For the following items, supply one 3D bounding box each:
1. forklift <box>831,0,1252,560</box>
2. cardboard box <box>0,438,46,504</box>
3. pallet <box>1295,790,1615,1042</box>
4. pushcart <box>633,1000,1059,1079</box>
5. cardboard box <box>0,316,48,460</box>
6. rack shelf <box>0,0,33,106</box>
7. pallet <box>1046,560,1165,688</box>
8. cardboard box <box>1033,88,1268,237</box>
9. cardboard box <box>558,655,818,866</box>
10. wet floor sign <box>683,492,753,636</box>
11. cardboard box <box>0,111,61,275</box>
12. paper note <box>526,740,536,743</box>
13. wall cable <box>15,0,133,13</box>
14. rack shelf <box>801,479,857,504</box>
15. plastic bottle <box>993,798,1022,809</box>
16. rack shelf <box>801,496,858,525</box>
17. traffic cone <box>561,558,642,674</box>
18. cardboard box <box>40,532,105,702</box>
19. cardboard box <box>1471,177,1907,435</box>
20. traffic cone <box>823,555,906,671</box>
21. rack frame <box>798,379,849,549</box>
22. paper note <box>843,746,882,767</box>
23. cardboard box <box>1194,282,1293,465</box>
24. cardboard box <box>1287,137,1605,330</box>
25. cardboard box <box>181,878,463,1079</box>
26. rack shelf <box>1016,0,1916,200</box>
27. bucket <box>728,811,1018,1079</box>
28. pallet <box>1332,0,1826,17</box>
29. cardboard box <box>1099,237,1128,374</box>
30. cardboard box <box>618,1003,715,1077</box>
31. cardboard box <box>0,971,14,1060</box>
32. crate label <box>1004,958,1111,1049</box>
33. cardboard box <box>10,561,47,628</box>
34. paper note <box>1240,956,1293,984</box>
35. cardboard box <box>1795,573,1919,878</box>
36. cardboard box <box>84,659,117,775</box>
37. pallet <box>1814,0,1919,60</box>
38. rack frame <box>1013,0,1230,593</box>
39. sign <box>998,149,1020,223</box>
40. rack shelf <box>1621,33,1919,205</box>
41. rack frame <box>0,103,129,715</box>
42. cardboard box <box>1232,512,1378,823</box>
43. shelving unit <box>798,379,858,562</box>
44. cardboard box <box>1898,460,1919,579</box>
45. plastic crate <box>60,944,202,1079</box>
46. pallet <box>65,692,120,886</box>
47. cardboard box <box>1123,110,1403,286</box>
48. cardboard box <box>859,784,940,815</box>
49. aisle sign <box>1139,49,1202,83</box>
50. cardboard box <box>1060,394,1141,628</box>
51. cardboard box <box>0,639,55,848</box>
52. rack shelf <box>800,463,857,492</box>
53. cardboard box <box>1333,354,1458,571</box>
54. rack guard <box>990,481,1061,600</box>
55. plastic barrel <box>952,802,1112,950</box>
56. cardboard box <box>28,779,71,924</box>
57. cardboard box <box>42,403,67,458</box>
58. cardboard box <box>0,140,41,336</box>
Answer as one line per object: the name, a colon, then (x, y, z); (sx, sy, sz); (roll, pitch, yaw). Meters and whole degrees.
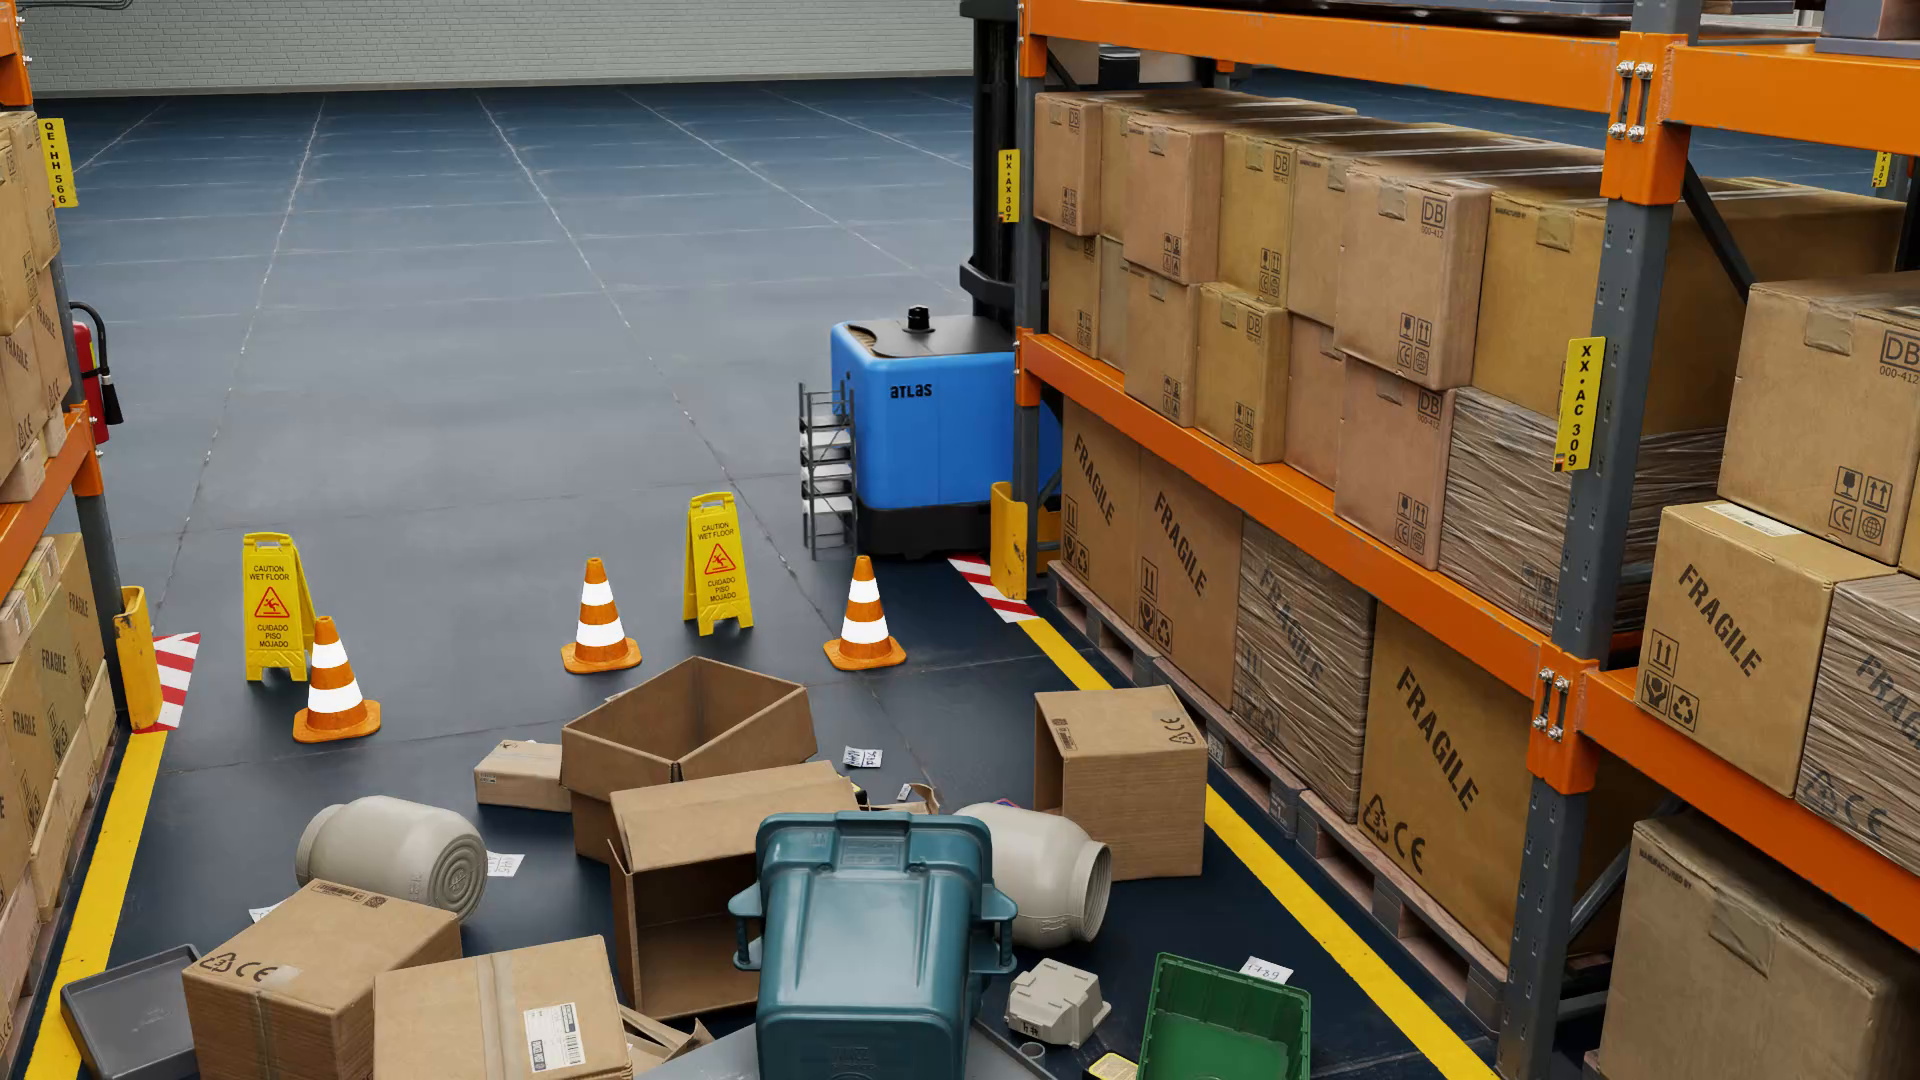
forklift: (0.860, -1.535, 8.855); (3.031, 2.935, 1.130); (-5, 20, -15)
cardboard box: (-3.241, -0.214, 5.447); (0.380, 0.149, 0.250); (-6, 21, -16)
pallet: (1.844, 1.122, 5.480); (1.003, 0.211, 1.213); (-6, 21, -17)
pushcart: (-0.510, 1.596, 3.914); (1.648, 0.377, 0.936); (-15, 25, -36)
cardboard box: (-3.331, -0.544, 5.406); (0.500, 0.500, 0.500); (-6, 21, -17)
rack shelf: (-3.288, -1.095, 4.153); (1.077, 0.370, 4.000); (-6, 21, -17)
pallet: (1.077, 0.339, 7.660); (1.003, 0.211, 1.213); (-6, 21, -17)
cardboard box: (0.831, -1.677, 7.329); (0.875, 0.550, 0.550); (-6, 21, -17)
cardboard box: (-0.961, 0.806, 5.927); (0.637, 0.503, 0.797); (12, 23, 30)
wet floor sign: (-1.138, 0.088, 7.718); (0.267, 0.644, 0.232); (-10, 22, -27)
cardboard box: (-3.548, -1.180, 5.698); (0.700, 0.500, 0.500); (-7, 21, -19)
paper note: (-1.729, 0.826, 6.572); (0.148, 0.019, 0.142); (-15, 25, -36)
wall cable: (-18.364, -11.891, 33.302); (3.097, 2.526, 0.112); (-6, 21, -17)
rack shelf: (-0.680, -0.241, 8.622); (0.258, 0.077, 0.200); (-6, 21, -16)
plastic bottle: (0.091, 1.018, 5.991); (0.283, 0.061, 0.133); (-15, 25, -36)
rack shelf: (-0.680, -0.157, 8.652); (0.258, 0.077, 0.200); (-6, 21, -16)
traffic cone: (-1.610, 0.305, 7.384); (0.336, 0.463, 0.334); (-6, 21, -17)
cardboard box: (-3.417, 0.310, 5.954); (0.500, 0.500, 0.500); (-6, 21, -17)
cardboard box: (1.925, -0.639, 4.438); (0.875, 0.550, 0.550); (-6, 21, -17)
traffic cone: (-0.430, 0.294, 7.414); (0.336, 0.463, 0.334); (-6, 21, -17)
rack frame: (-0.709, -0.390, 8.672); (0.240, 0.900, 0.006); (-6, 21, -16)
paper note: (-0.381, 0.847, 6.516); (0.144, 0.017, 0.142); (1, 20, 2)
cardboard box: (1.367, -0.645, 6.053); (0.875, 0.550, 0.500); (-6, 21, -17)
cardboard box: (1.603, -0.991, 5.418); (0.875, 0.550, 0.550); (-6, 21, -17)
cardboard box: (-1.704, 1.307, 4.534); (0.500, 0.500, 0.500); (8, 21, 20)
rack shelf: (1.380, -1.653, 5.708); (1.077, 0.370, 4.000); (-6, 21, -17)
bucket: (-0.223, 1.089, 4.042); (0.726, 0.611, 0.620); (1, 30, 2)
pallet: (1.761, -1.572, 4.548); (1.003, 0.211, 1.213); (-6, 21, -17)
cardboard box: (1.104, -1.004, 7.052); (0.875, 0.550, 0.550); (-6, 21, -17)
cardboard box: (-0.878, 1.418, 4.577); (0.396, 0.266, 0.258); (12, 23, 30)
cardboard box: (-2.767, 1.329, 4.226); (0.500, 0.250, 0.500); (-5, 20, -14)
crate label: (0.277, 1.365, 4.914); (0.250, 0.136, 0.298); (12, 23, 30)
cardboard box: (-3.162, 0.196, 5.311); (0.380, 0.149, 0.250); (-6, 21, -16)
paper note: (0.937, 1.340, 5.141); (0.142, 0.020, 0.147); (12, 23, 30)
cardboard box: (2.078, 0.374, 3.289); (0.500, 0.500, 0.500); (-6, 21, -17)
cardboard box: (-3.399, 0.672, 6.055); (0.500, 0.250, 0.500); (-6, 21, -17)
pallet: (2.343, -0.971, 3.027); (0.805, 0.209, 1.217); (-7, 21, -19)
rack frame: (0.751, -1.222, 7.880); (1.000, 3.000, 0.127); (-6, 21, -17)
sign: (0.222, -1.609, 7.562); (0.100, 0.325, 0.005); (-6, 21, -17)
rack shelf: (2.637, -0.369, 2.134); (1.077, 0.370, 4.000); (-6, 21, -17)
rack frame: (-3.916, -0.663, 6.326); (1.000, 3.000, 0.127); (-6, 21, -17)
cardboard box: (1.590, 0.366, 5.981); (0.875, 0.875, 0.875); (-6, 21, -17)
shelving unit: (-0.680, -0.357, 8.580); (0.258, 0.900, 0.210); (-6, 21, -16)
cardboard box: (2.334, -0.132, 3.220); (0.700, 0.500, 0.500); (-7, 21, -18)
plastic crate: (-2.374, 1.404, 4.891); (0.402, 0.080, 0.583); (-15, 25, -36)
pallet: (-3.671, 0.938, 5.993); (1.003, 0.211, 1.213); (-6, 21, -17)
cardboard box: (1.138, -1.316, 6.325); (0.875, 0.550, 0.550); (-6, 21, -17)
cardboard box: (-0.280, 0.993, 5.759); (0.396, 0.266, 0.258); (-3, 20, -8)
aisle sign: (1.014, -2.500, 7.593); (0.394, 0.787, 0.004); (-6, 21, -17)
cardboard box: (1.027, -0.209, 7.582); (0.875, 0.875, 0.875); (-6, 21, -17)
cardboard box: (-3.098, 0.640, 5.036); (0.500, 0.500, 0.500); (-7, 21, -18)
rack shelf: (-0.680, -0.326, 8.592); (0.258, 0.077, 0.200); (-6, 21, -16)
cardboard box: (1.687, -0.300, 5.092); (0.875, 0.550, 0.550); (-6, 21, -17)
rack guard: (0.744, -0.053, 8.324); (1.175, 0.500, 0.348); (-6, 21, -17)
plastic barrel: (0.196, 1.073, 5.302); (0.512, 0.421, 0.421); (8, 21, 20)
cardboard box: (-3.082, 0.998, 5.146); (0.500, 0.250, 0.500); (-7, 21, -19)
cardboard box: (-3.411, -0.378, 5.904); (0.380, 0.149, 0.250); (-7, 21, -18)
cardboard box: (-3.138, -0.864, 4.818); (0.700, 0.500, 0.500); (-7, 21, -18)
